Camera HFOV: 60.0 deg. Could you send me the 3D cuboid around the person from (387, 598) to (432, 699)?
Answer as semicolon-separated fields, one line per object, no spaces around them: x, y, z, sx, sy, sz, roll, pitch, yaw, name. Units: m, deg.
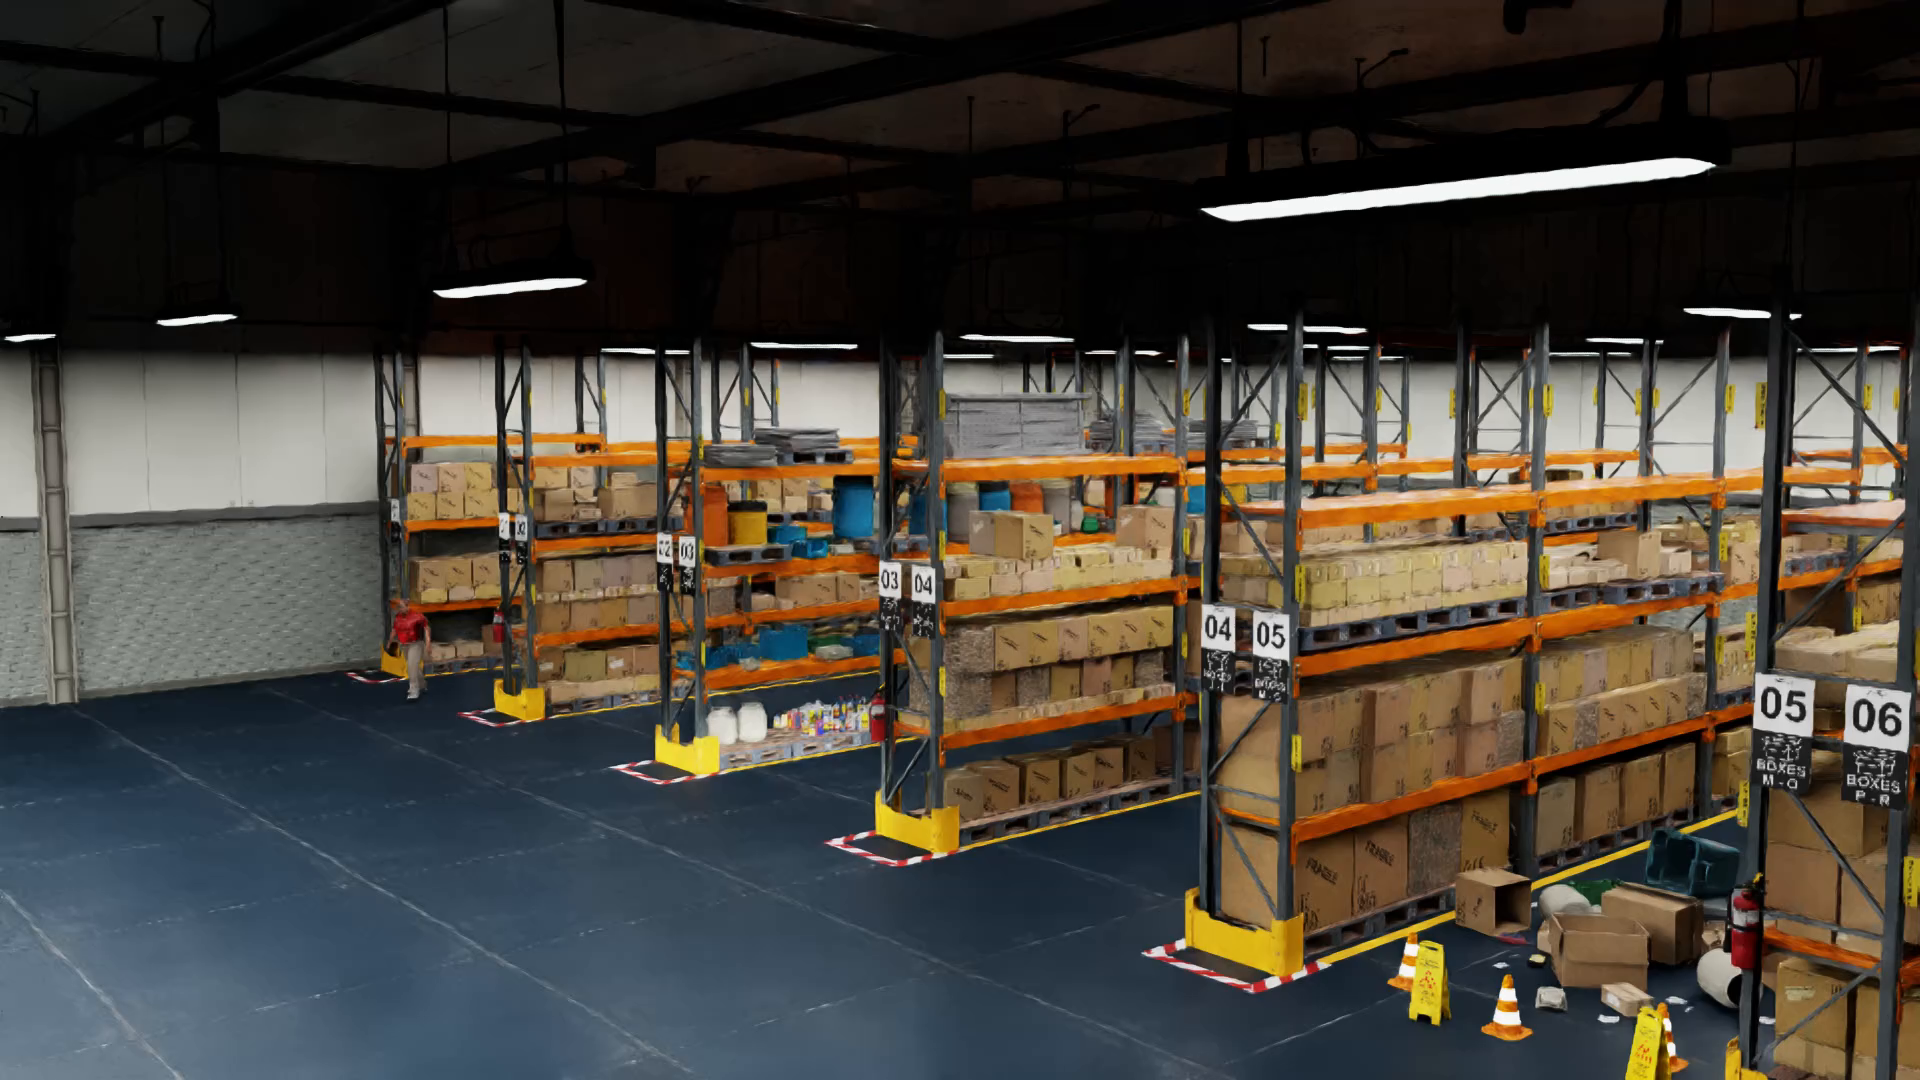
-9.181;1.790;27.902;0.705;1.661;0.833;3;6;30;person
